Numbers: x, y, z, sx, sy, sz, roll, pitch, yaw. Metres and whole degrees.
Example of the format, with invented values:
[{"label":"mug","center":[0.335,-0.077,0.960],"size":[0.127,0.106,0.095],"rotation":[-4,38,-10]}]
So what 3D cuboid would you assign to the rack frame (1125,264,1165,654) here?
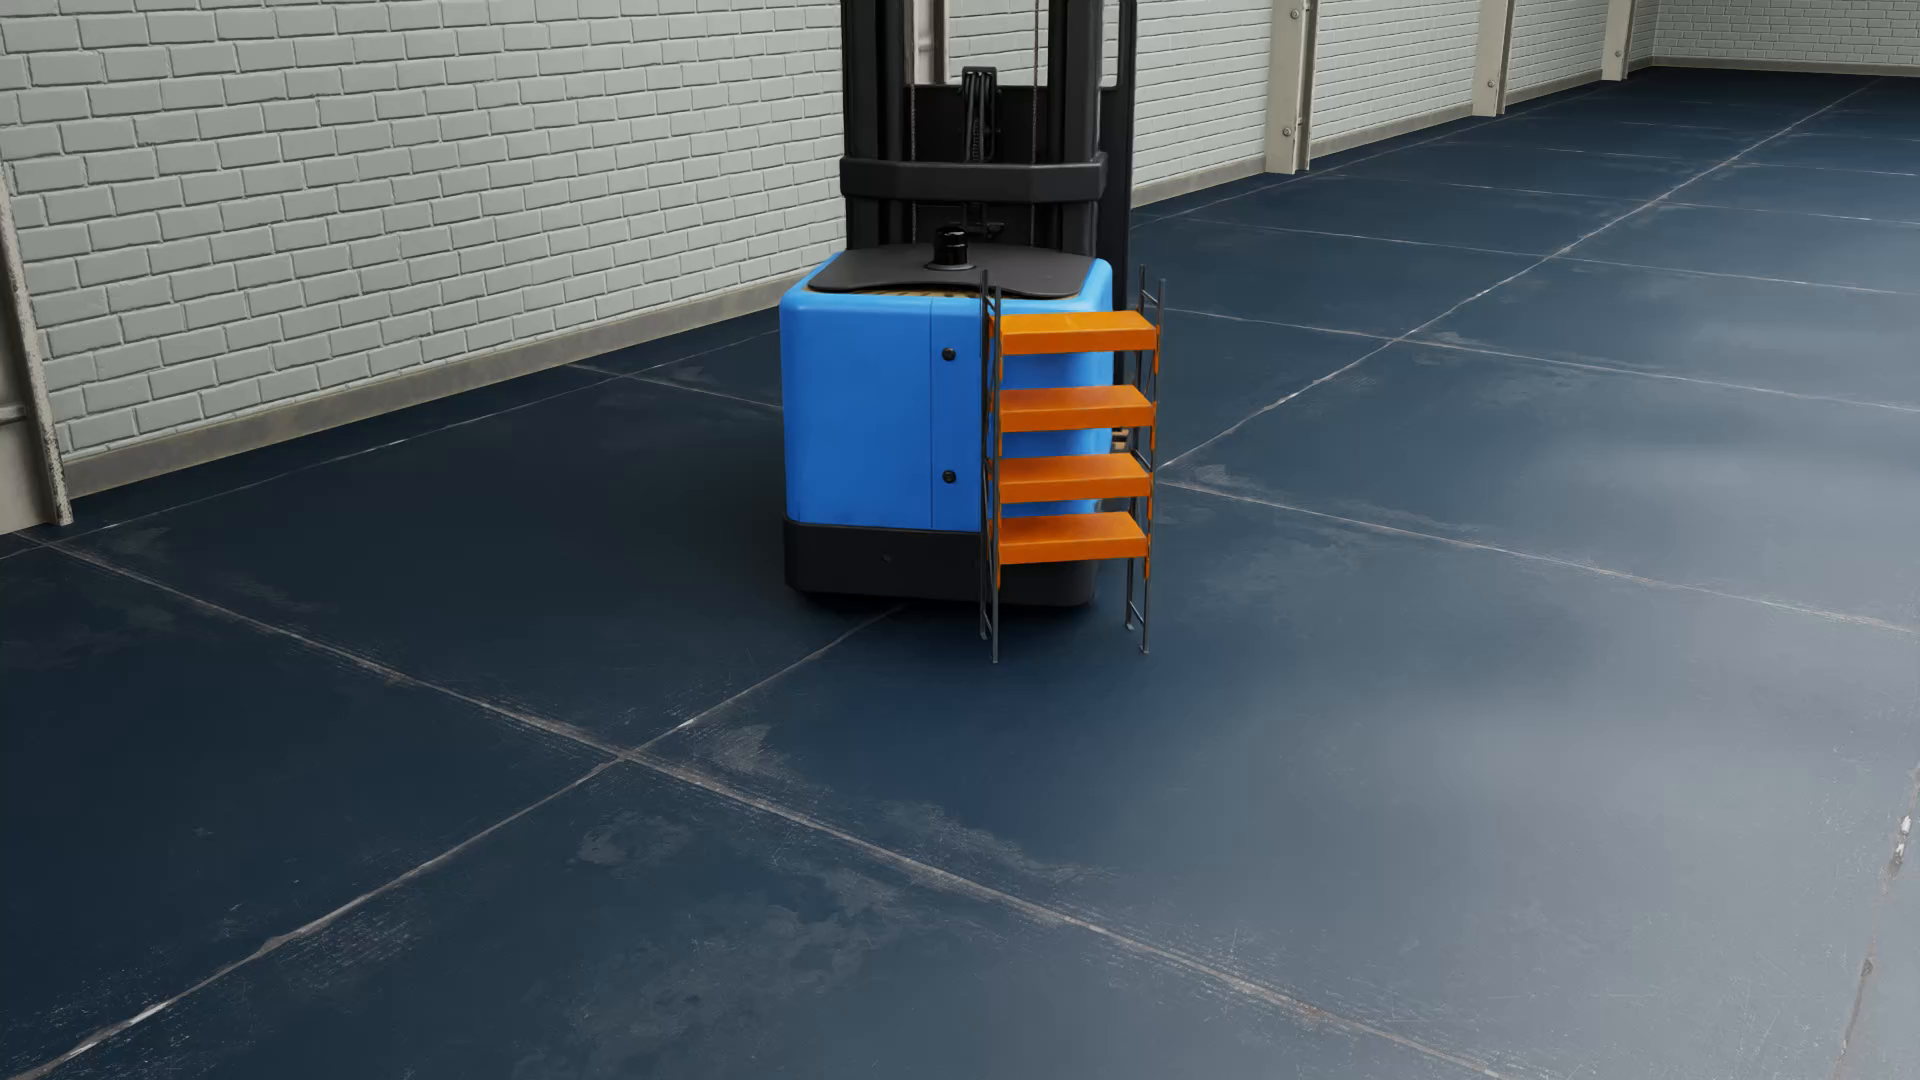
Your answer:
[{"label":"rack frame","center":[0.574,-0.240,5.181],"size":[0.015,1.200,0.240],"rotation":[-3,21,-8]}]

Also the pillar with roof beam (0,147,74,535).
[{"label":"pillar with roof beam","center":[-0.114,-3.424,2.551],"size":[9.100,9.000,0.400],"rotation":[13,24,32]}]

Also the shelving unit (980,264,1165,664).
[{"label":"shelving unit","center":[0.333,-0.227,5.145],"size":[0.503,1.200,0.258],"rotation":[-3,21,-8]}]

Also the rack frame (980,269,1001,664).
[{"label":"rack frame","center":[0.092,-0.213,5.109],"size":[0.015,1.200,0.240],"rotation":[-3,21,-8]}]

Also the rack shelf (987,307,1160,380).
[{"label":"rack shelf","center":[0.333,-0.594,5.005],"size":[0.480,0.148,0.258],"rotation":[-3,21,-8]}]

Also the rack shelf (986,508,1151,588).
[{"label":"rack shelf","center":[0.332,0.022,5.239],"size":[0.480,0.148,0.258],"rotation":[-3,21,-8]}]

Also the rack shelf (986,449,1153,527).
[{"label":"rack shelf","center":[0.333,-0.164,5.169],"size":[0.480,0.148,0.258],"rotation":[-3,21,-8]}]

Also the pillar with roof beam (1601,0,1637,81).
[{"label":"pillar with roof beam","center":[13.377,-10.310,21.167],"size":[9.100,9.000,0.400],"rotation":[13,24,32]}]

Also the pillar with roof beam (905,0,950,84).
[{"label":"pillar with roof beam","center":[3.258,-5.146,7.205],"size":[9.100,9.000,0.400],"rotation":[13,24,32]}]

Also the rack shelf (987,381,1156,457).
[{"label":"rack shelf","center":[0.333,-0.373,5.089],"size":[0.480,0.148,0.258],"rotation":[-3,21,-8]}]

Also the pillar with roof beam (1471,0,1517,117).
[{"label":"pillar with roof beam","center":[10.004,-8.589,16.513],"size":[9.100,9.000,0.400],"rotation":[13,24,32]}]

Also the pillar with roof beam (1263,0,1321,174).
[{"label":"pillar with roof beam","center":[6.631,-6.867,11.859],"size":[9.100,9.000,0.400],"rotation":[13,24,32]}]

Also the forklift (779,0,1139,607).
[{"label":"forklift","center":[0.145,-1.629,6.444],"size":[1.130,2.935,3.031],"rotation":[3,21,9]}]
